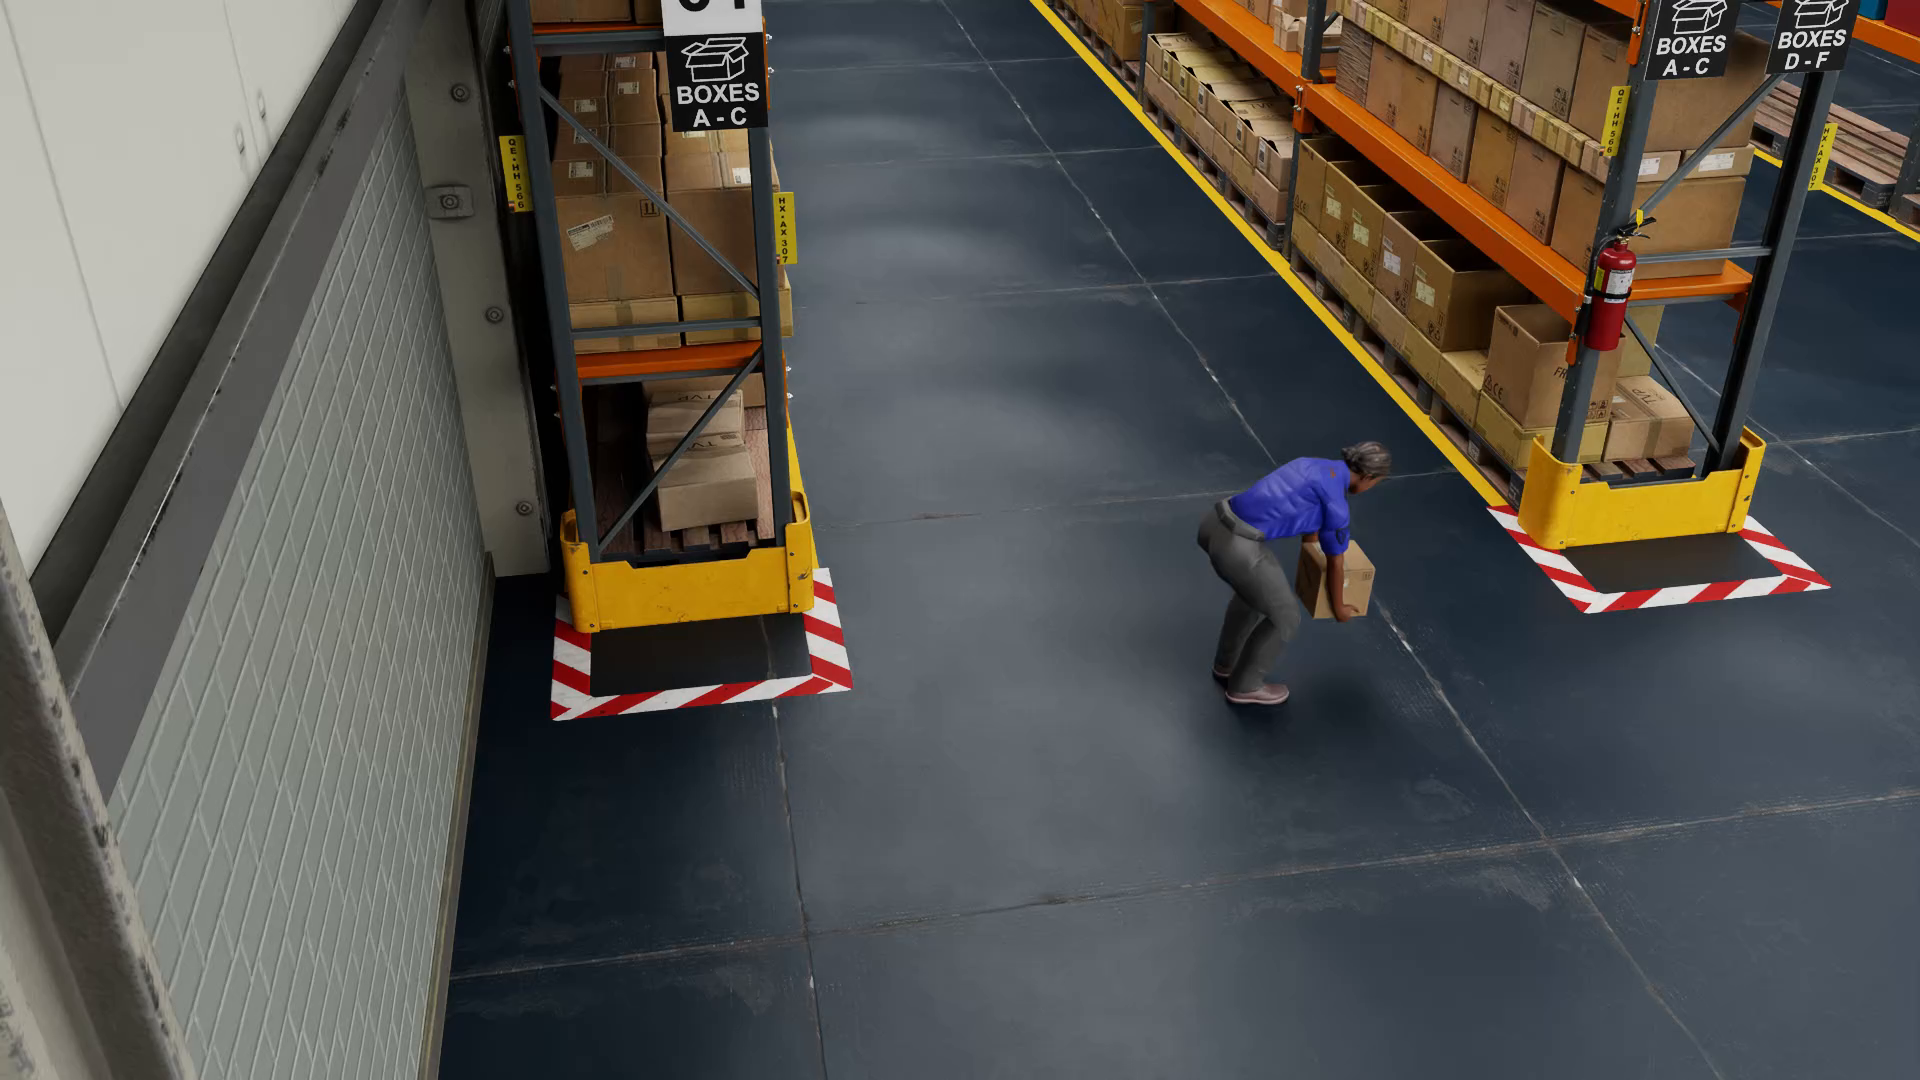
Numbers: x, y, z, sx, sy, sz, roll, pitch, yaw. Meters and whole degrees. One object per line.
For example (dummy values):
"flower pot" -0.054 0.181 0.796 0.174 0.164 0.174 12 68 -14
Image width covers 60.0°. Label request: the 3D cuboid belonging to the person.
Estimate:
"person" 1.452 0.141 7.356 0.830 1.196 0.416 -6 31 -11
